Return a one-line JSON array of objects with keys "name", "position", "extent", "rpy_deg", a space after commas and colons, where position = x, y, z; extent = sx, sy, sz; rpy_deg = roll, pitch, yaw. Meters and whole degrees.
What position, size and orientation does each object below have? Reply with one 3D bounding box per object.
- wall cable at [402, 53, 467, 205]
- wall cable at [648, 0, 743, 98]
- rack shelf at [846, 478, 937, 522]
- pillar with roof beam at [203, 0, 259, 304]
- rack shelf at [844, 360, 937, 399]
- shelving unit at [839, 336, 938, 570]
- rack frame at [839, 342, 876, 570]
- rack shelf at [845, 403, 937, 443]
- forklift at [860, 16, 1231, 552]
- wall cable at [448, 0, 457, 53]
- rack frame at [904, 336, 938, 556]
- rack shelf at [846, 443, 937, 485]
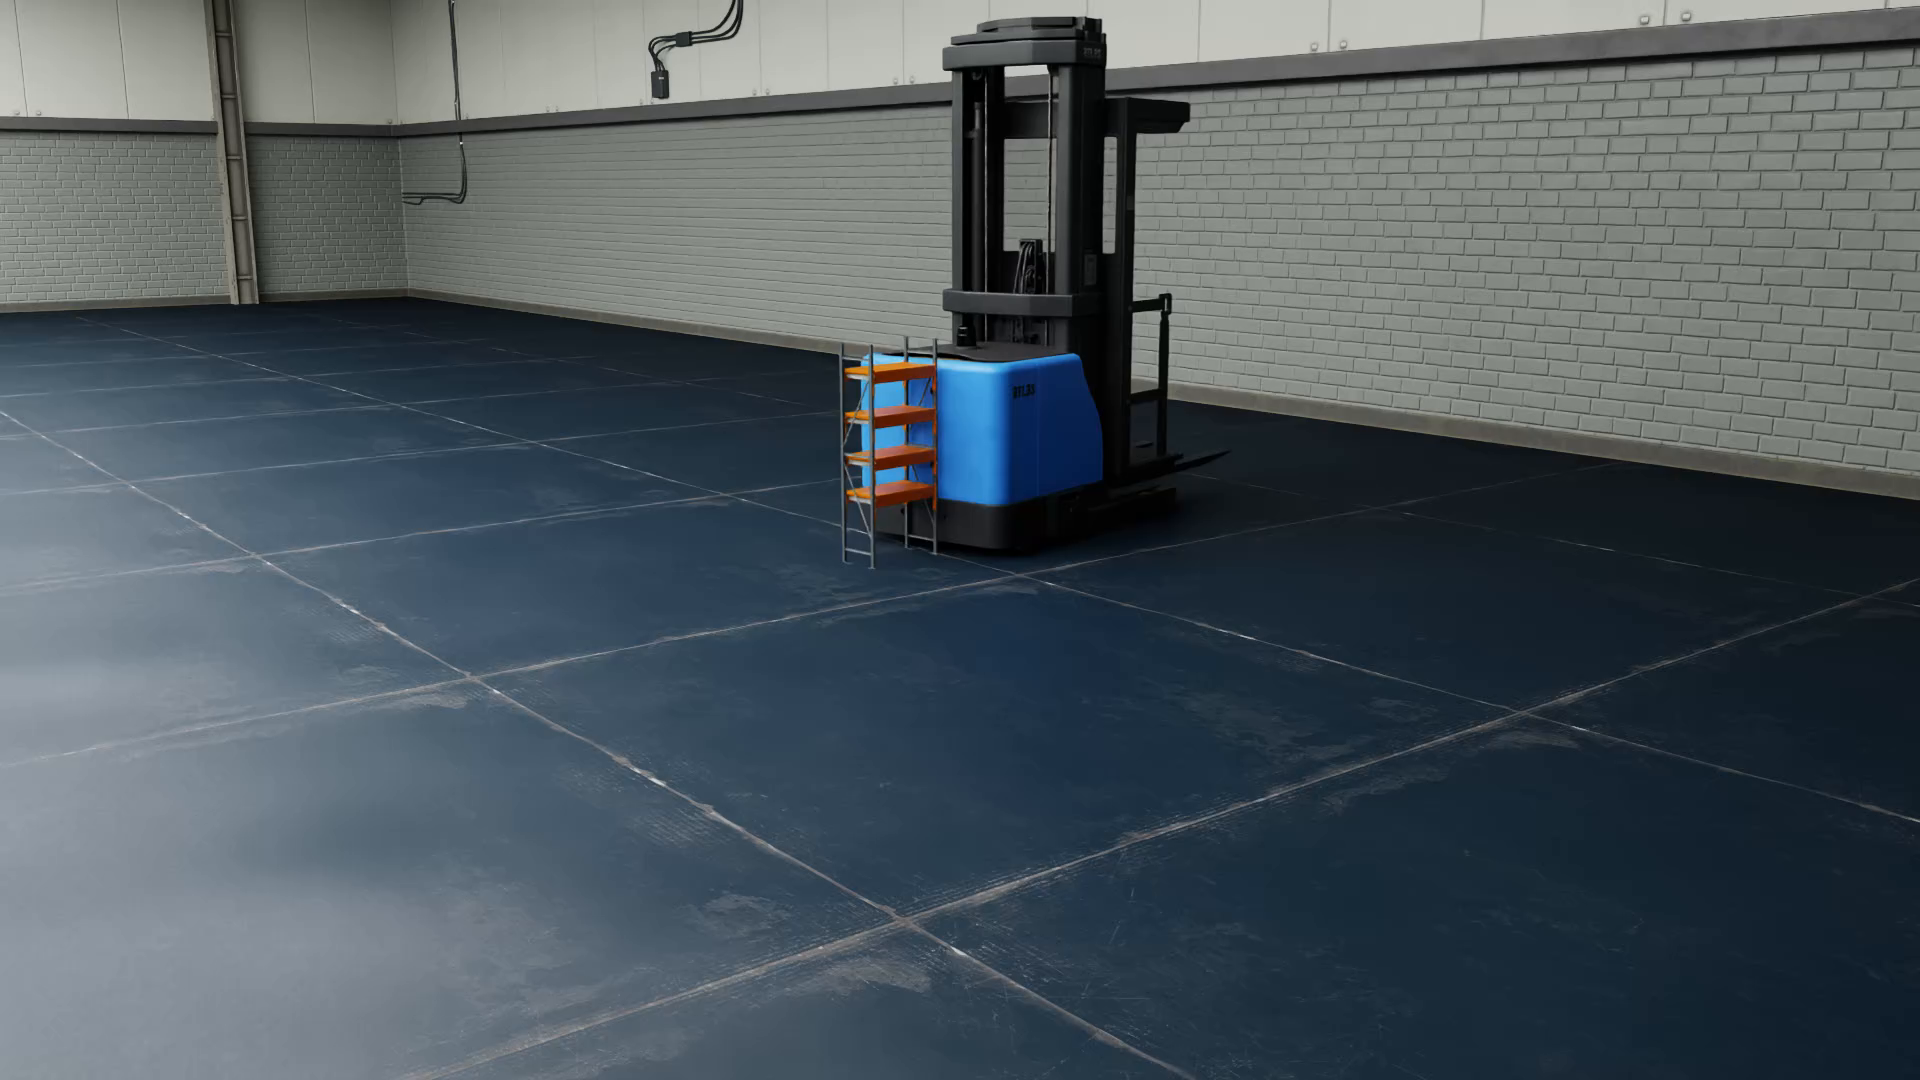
[{"name": "wall cable", "position": [-9.414, -7.200, 29.345], "extent": [0.112, 2.526, 3.097], "rpy_deg": [-9, 15, -38]}, {"name": "wall cable", "position": [-3.496, -8.840, 21.408], "extent": [0.169, 6.003, 2.305], "rpy_deg": [-9, 15, -38]}, {"name": "rack shelf", "position": [-0.379, -0.220, 9.057], "extent": [0.258, 0.148, 0.480], "rpy_deg": [11, 16, 41]}, {"name": "pillar with roof beam", "position": [-9.851, -7.852, 24.944], "extent": [0.400, 9.000, 9.100], "rpy_deg": [-9, 15, -38]}, {"name": "rack shelf", "position": [-0.379, -0.865, 8.920], "extent": [0.258, 0.148, 0.480], "rpy_deg": [11, 16, 41]}, {"name": "shelving unit", "position": [-0.379, -0.480, 9.002], "extent": [0.258, 1.200, 0.503], "rpy_deg": [11, 16, 41]}, {"name": "rack frame", "position": [-0.543, -0.443, 8.825], "extent": [0.240, 1.200, 0.015], "rpy_deg": [11, 16, 41]}, {"name": "rack shelf", "position": [-0.379, -0.633, 8.969], "extent": [0.258, 0.148, 0.480], "rpy_deg": [11, 16, 41]}, {"name": "forklift", "position": [0.701, -1.622, 10.213], "extent": [1.130, 2.935, 3.031], "rpy_deg": [9, 15, 35]}, {"name": "wall cable", "position": [-7.724, -9.231, 26.754], "extent": [0.112, 2.526, 3.097], "rpy_deg": [-9, 15, -38]}, {"name": "rack frame", "position": [-0.215, -0.518, 9.178], "extent": [0.240, 1.200, 0.015], "rpy_deg": [11, 16, 41]}, {"name": "rack shelf", "position": [-0.379, -0.414, 9.015], "extent": [0.258, 0.148, 0.480], "rpy_deg": [11, 16, 41]}]
